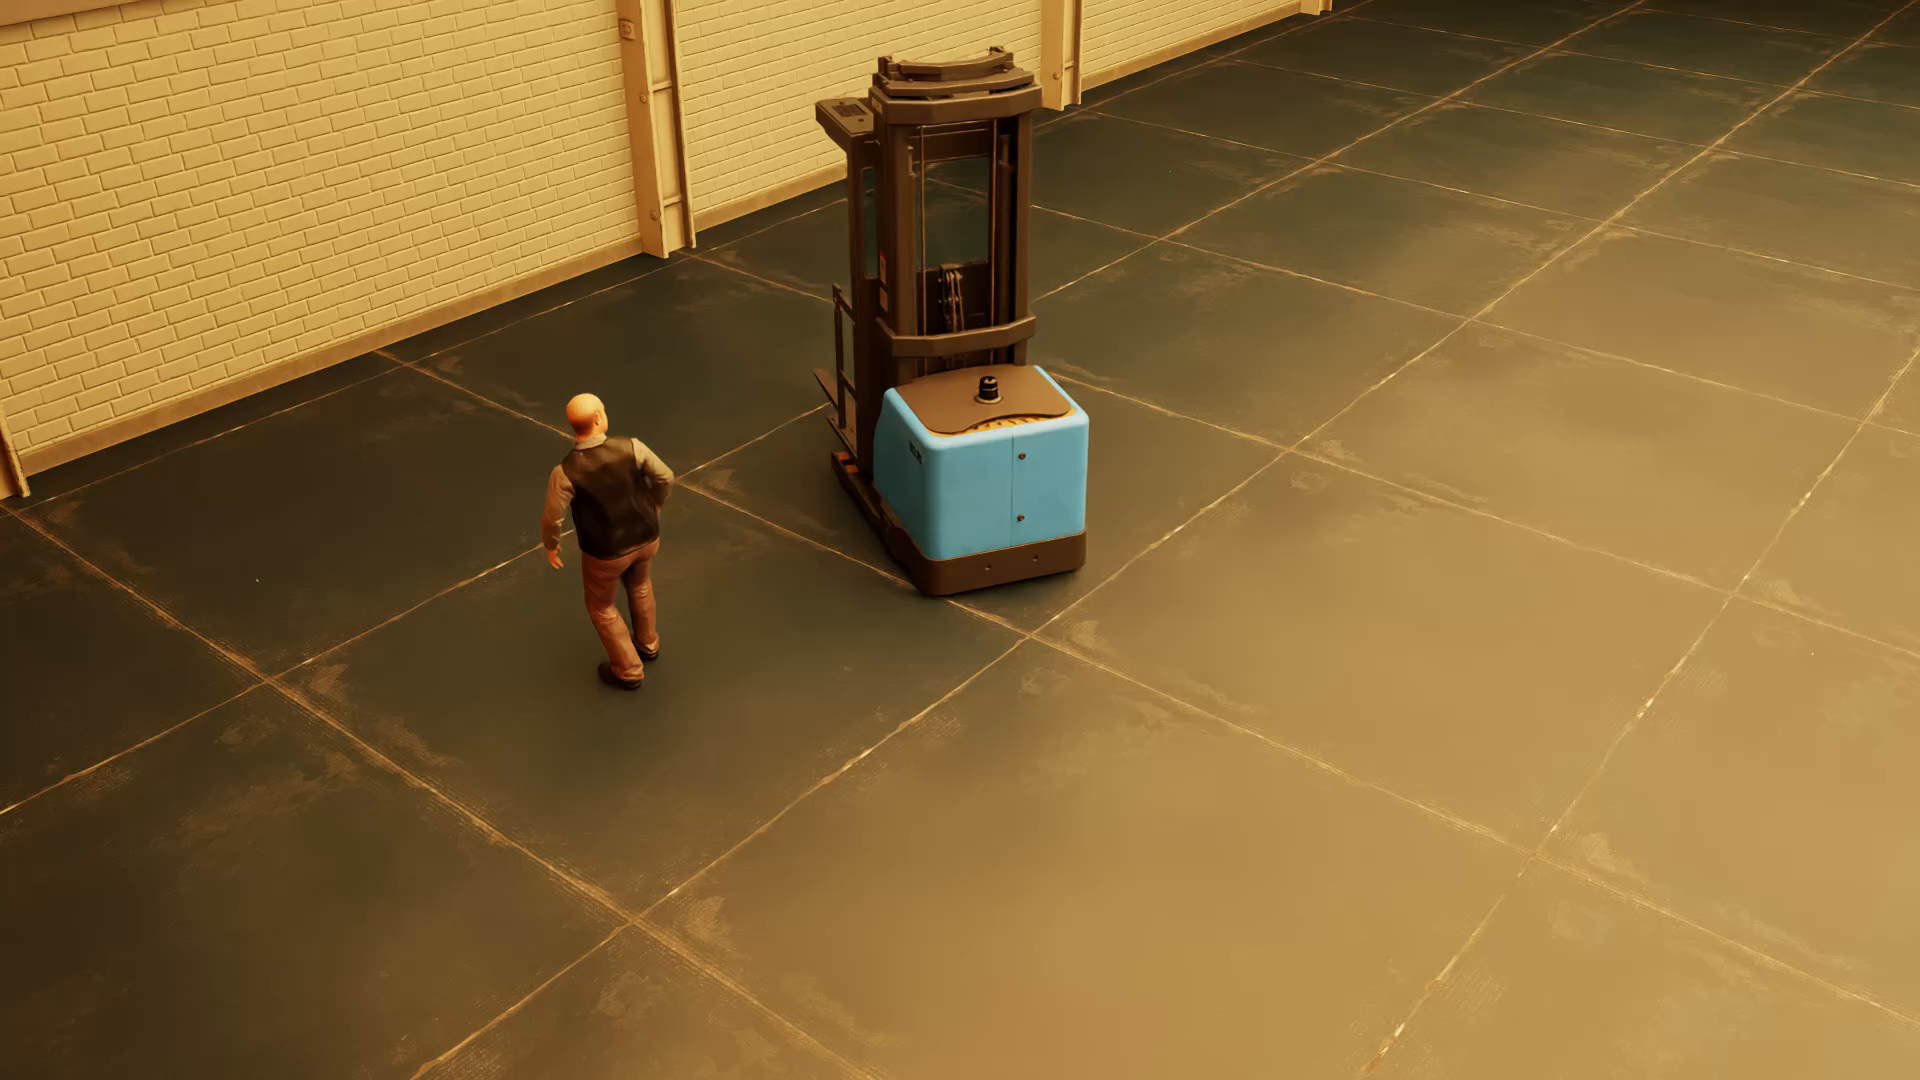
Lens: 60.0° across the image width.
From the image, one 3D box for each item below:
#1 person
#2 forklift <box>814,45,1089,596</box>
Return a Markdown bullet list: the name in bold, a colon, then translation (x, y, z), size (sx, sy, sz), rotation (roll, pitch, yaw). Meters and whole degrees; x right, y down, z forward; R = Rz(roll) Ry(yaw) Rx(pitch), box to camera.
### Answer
- **person**: translation (-1.890, -0.005, 8.830), size (0.724, 1.700, 0.511), rotation (-23, 37, -34)
- **forklift**: translation (-0.225, -1.668, 10.449), size (1.130, 2.935, 3.031), rotation (-11, 32, -18)
